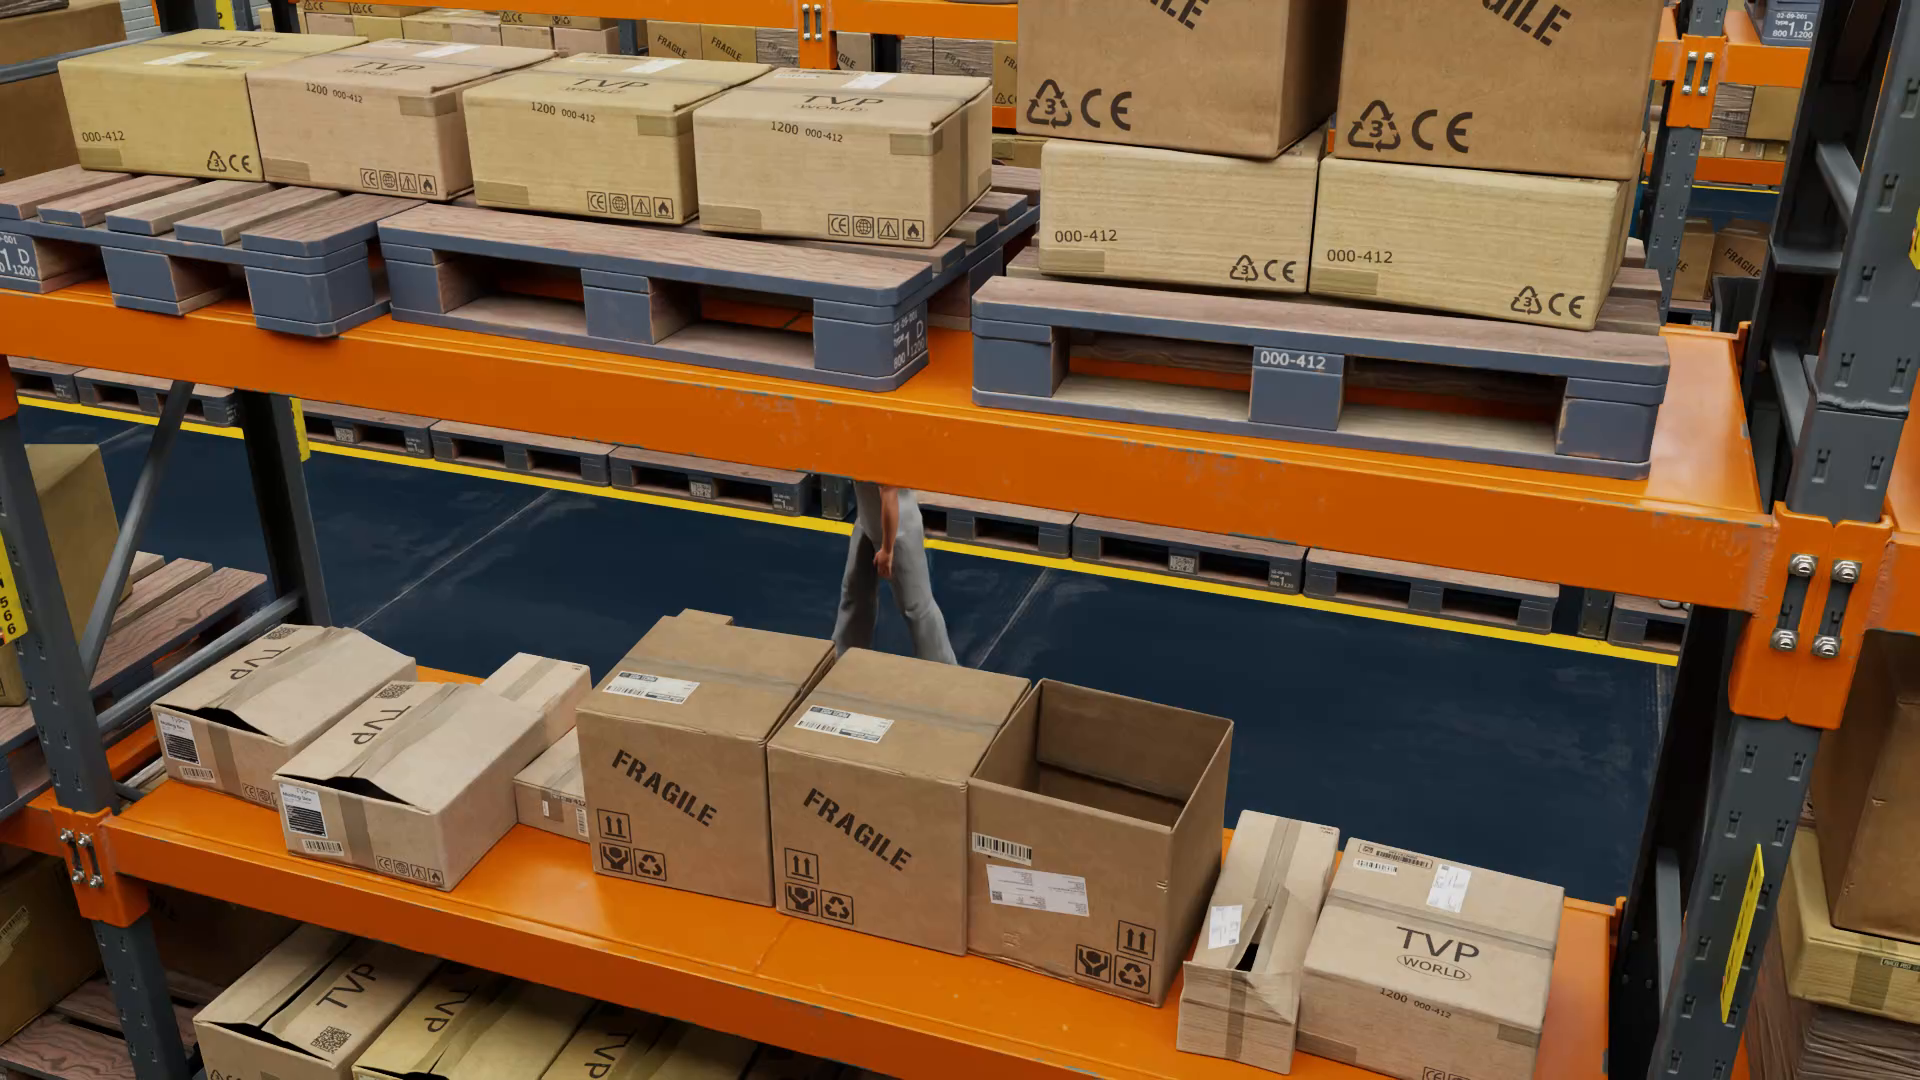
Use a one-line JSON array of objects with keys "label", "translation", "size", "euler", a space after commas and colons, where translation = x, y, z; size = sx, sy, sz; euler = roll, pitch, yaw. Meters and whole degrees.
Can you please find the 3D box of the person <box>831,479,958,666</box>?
[{"label": "person", "translation": [-0.353, -0.044, 7.180], "size": [0.703, 1.660, 0.468], "euler": [-7, 27, -13]}]
